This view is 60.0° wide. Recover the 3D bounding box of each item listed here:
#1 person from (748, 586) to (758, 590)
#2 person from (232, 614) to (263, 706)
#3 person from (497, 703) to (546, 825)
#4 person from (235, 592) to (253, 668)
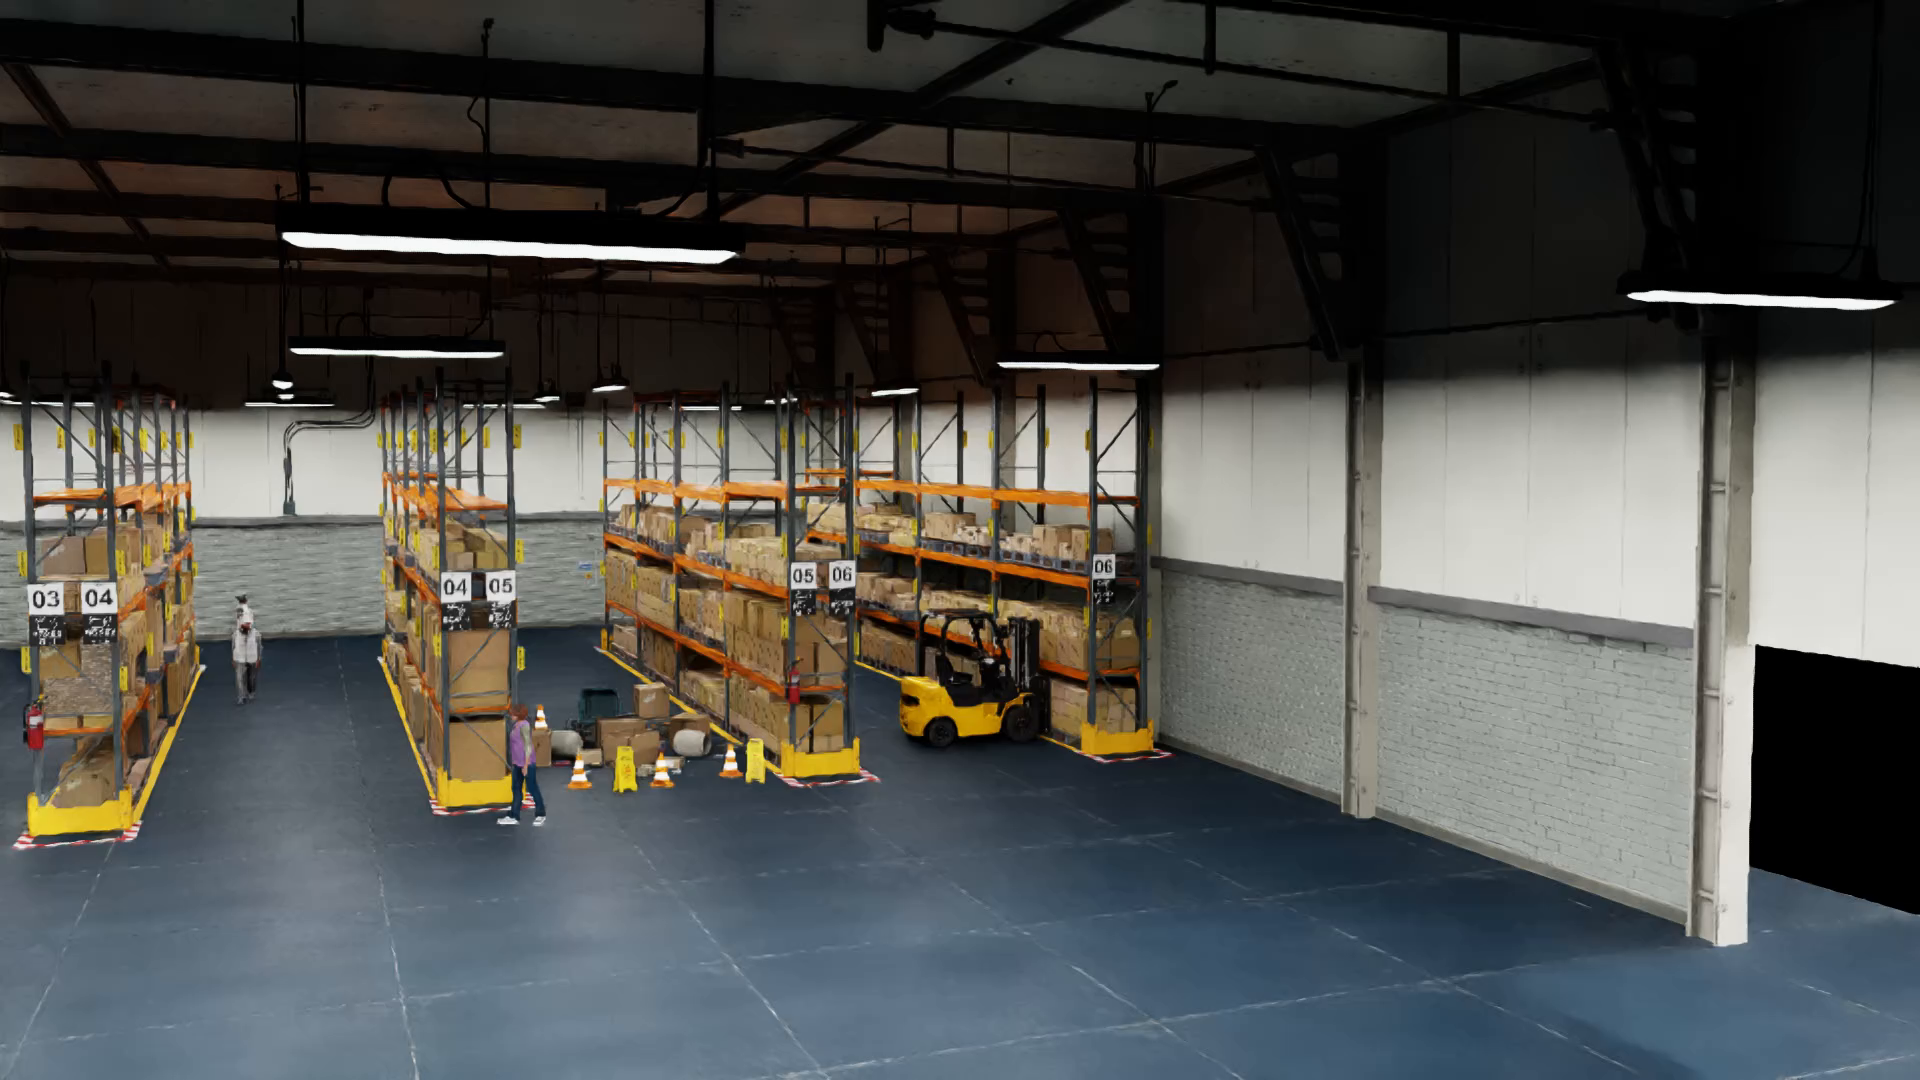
[{"bbox_3d":[-5.311,1.539,42.987,0.618,1.770,0.675,2,4,35],"label":"person"},{"bbox_3d":[-13.496,2.248,31.493,0.543,1.700,1.119,-2,4,-24],"label":"person"},{"bbox_3d":[-5.699,2.922,21.602,0.569,1.542,0.537,-2,4,-35],"label":"person"},{"bbox_3d":[-15.651,1.983,36.322,0.518,1.673,0.414,3,4,40],"label":"person"}]
